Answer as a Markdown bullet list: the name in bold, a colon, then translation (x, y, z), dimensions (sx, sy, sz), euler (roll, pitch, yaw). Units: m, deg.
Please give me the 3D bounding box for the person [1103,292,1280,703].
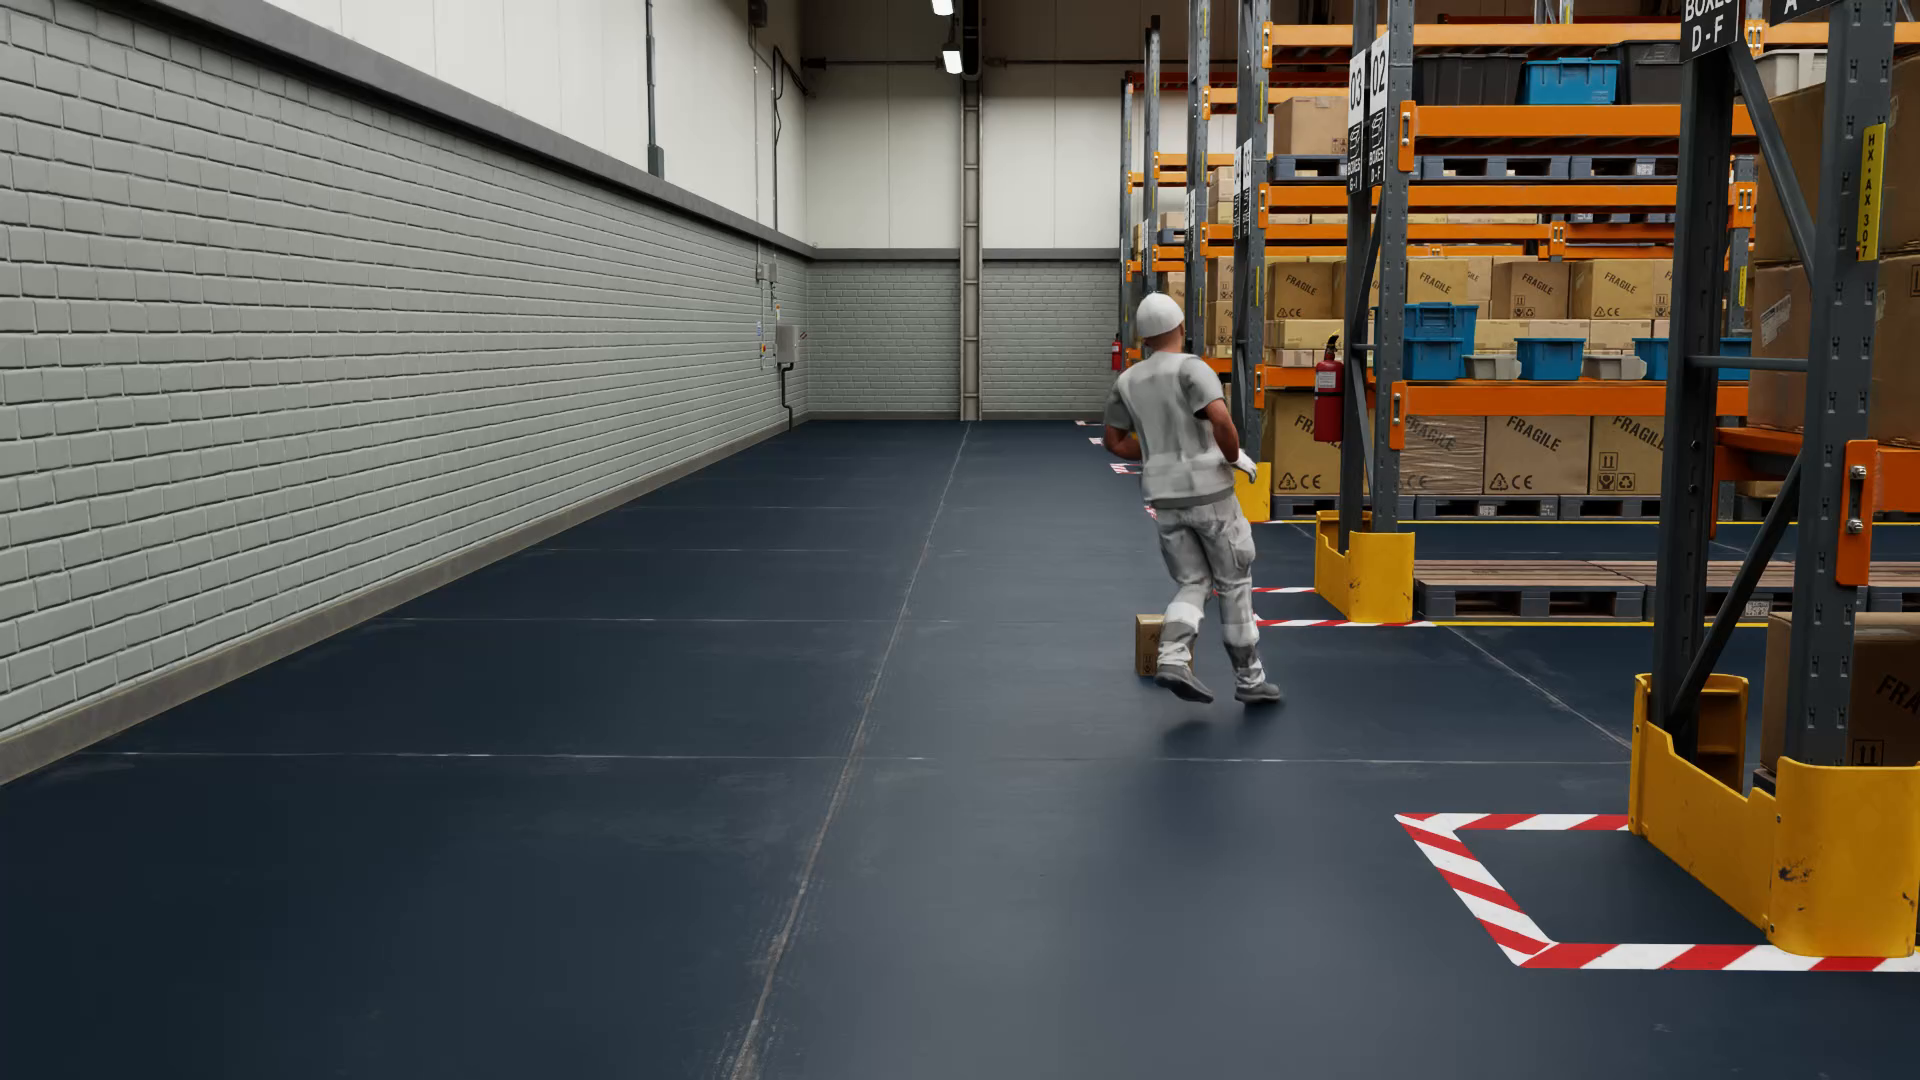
- **person**: translation (0.960, -0.170, 7.094), dimensions (0.679, 1.754, 0.757), euler (6, 9, 38)
